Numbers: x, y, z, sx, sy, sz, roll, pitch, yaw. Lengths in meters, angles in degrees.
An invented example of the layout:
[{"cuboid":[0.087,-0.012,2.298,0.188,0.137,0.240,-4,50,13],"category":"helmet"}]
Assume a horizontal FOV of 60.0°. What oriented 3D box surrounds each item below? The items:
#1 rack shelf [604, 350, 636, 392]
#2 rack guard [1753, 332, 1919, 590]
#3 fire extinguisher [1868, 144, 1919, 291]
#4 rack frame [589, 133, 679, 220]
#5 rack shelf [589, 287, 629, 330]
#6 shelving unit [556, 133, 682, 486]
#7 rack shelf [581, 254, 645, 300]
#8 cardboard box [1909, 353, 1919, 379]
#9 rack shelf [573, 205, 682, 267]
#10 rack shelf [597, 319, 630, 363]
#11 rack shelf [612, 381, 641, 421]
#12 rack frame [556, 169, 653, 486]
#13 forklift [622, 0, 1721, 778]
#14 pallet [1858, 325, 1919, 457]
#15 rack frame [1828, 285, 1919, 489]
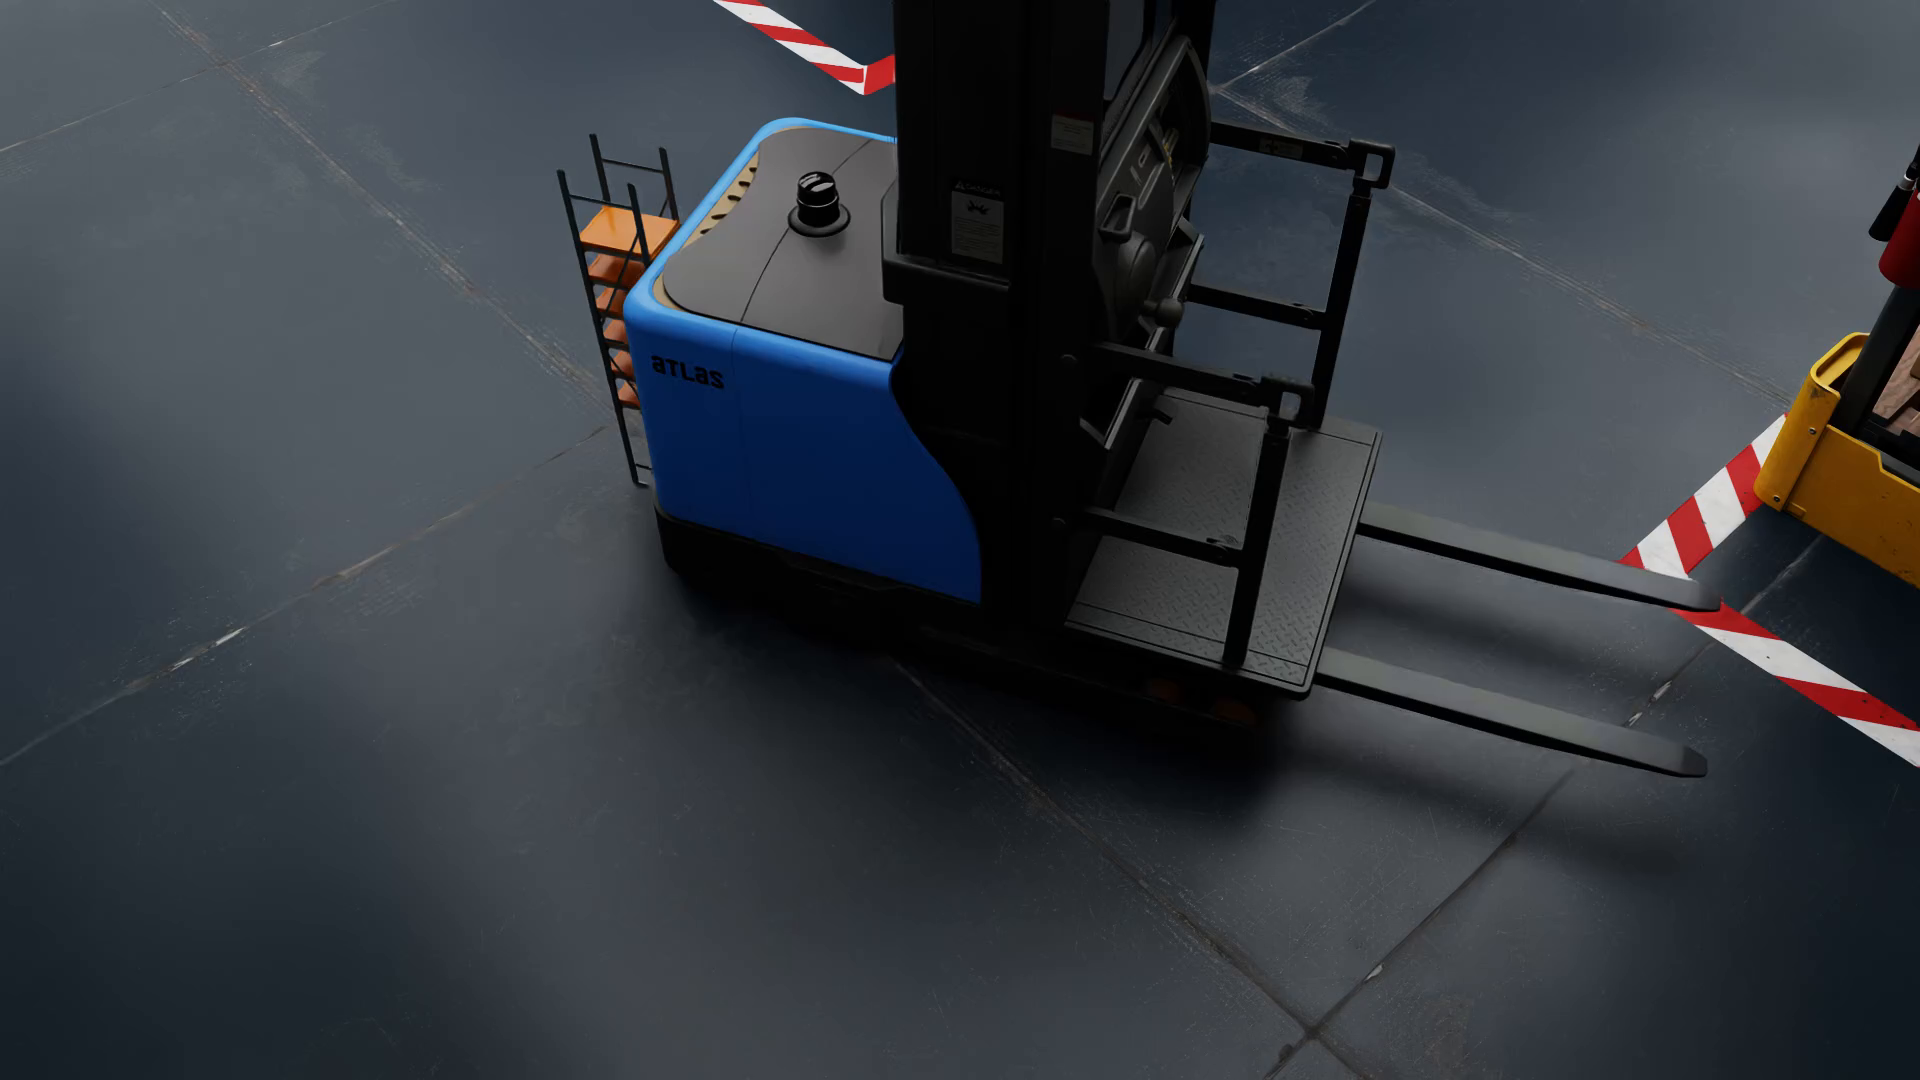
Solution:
[{"cuboid":[-0.936,-0.525,5.136,0.258,0.103,0.180,14,49,15],"category":"rack shelf"},{"cuboid":[3.068,-0.094,4.997,0.348,0.500,1.175,-34,56,-27],"category":"rack guard"},{"cuboid":[2.663,-0.977,4.417,0.183,0.674,0.296,-34,56,-27],"category":"fire extinguisher"},{"cuboid":[-0.909,-0.701,5.075,0.240,1.200,0.006,14,49,15],"category":"rack frame"},{"cuboid":[-0.943,-0.690,4.961,0.258,0.103,0.180,14,49,15],"category":"rack shelf"},{"cuboid":[-0.941,-0.638,5.016,0.258,1.200,0.189,14,49,15],"category":"shelving unit"},{"cuboid":[-0.947,-0.773,4.874,0.258,0.103,0.180,14,49,15],"category":"rack shelf"},{"cuboid":[3.536,-0.649,5.223,0.500,0.500,0.700,-34,56,-27],"category":"cardboard box"},{"cuboid":[-0.951,-0.855,4.787,0.258,0.103,0.180,14,49,15],"category":"rack shelf"},{"cuboid":[-0.940,-0.608,5.049,0.258,0.103,0.180,14,49,15],"category":"rack shelf"},{"cuboid":[-0.932,-0.443,5.223,0.258,0.103,0.180,14,49,15],"category":"rack shelf"},{"cuboid":[-0.973,-0.575,4.958,0.240,1.200,0.006,14,49,15],"category":"rack frame"},{"cuboid":[0.660,-0.839,4.030,3.031,2.935,1.130,15,49,14],"category":"forklift"},{"cuboid":[3.624,-0.446,5.518,1.213,0.211,1.003,-34,56,-27],"category":"pallet"},{"cuboid":[3.085,-0.954,4.089,0.127,3.000,1.000,-34,56,-27],"category":"rack frame"}]
